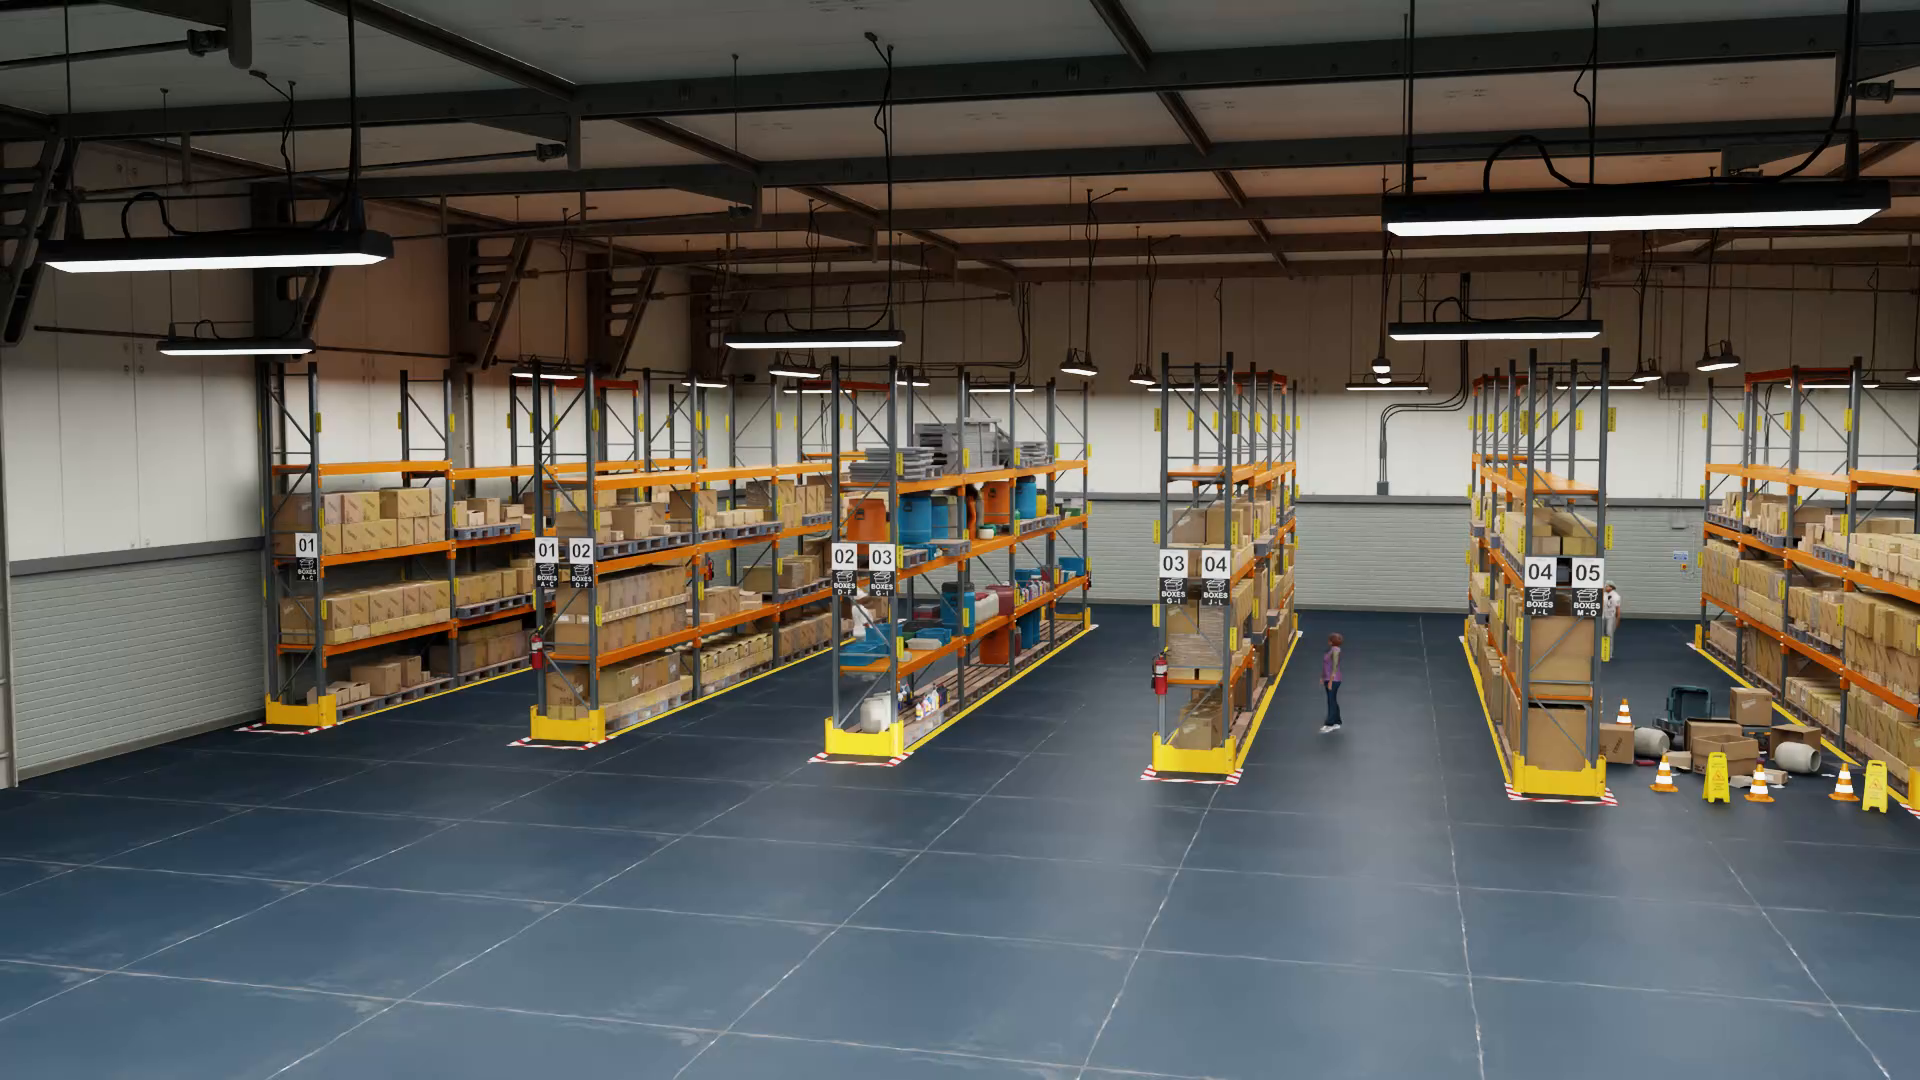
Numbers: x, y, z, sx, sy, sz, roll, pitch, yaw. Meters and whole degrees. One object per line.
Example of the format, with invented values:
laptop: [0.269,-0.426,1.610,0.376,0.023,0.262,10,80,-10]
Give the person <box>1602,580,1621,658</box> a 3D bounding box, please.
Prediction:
person: [13.915,1.675,35.623,0.501,1.645,0.808,4,5,42]

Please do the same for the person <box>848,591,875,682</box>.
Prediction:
person: [-1.890,1.849,31.919,0.602,1.754,0.589,-3,5,-40]

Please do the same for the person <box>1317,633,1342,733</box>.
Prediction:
person: [6.008,2.308,27.021,0.493,1.615,0.436,-1,4,-13]
